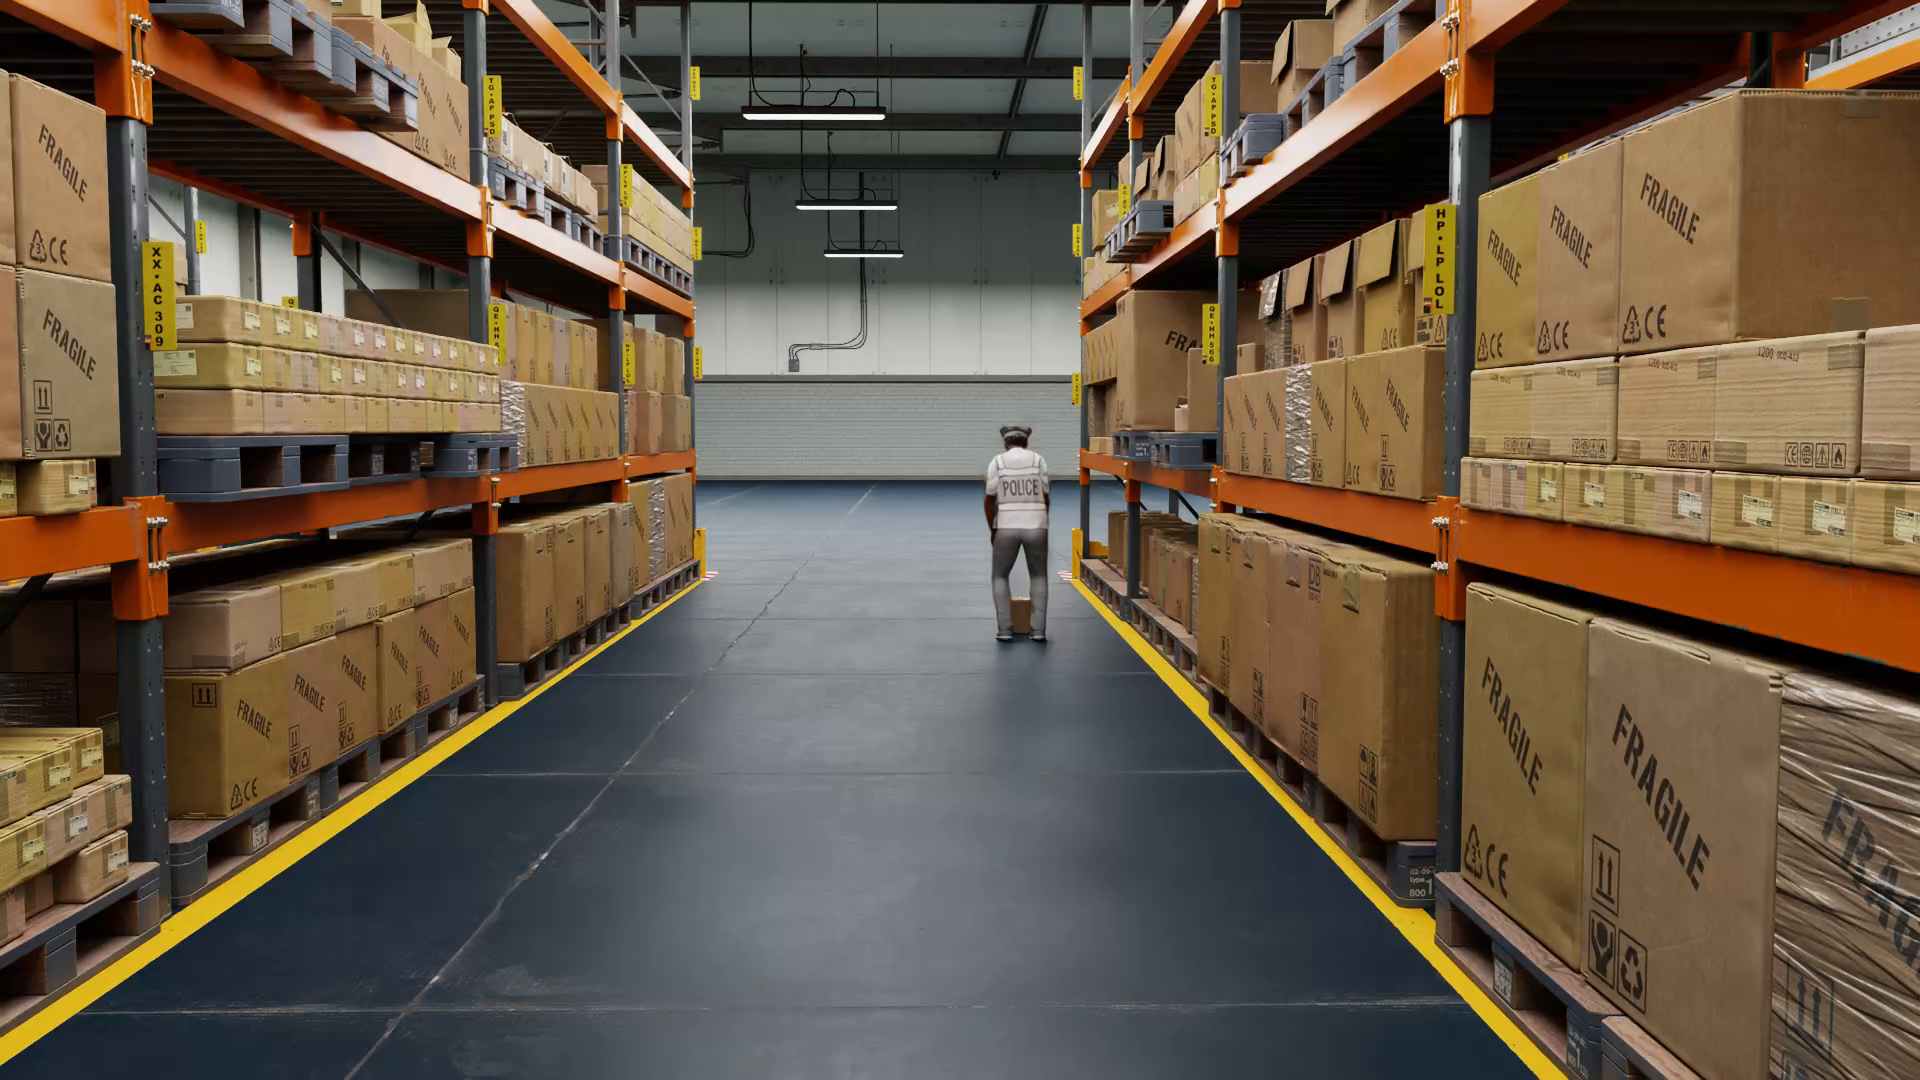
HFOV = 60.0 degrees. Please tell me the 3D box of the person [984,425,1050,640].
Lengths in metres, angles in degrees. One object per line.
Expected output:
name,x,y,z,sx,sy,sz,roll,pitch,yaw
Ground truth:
person,0.412,-0.052,12.117,0.476,1.564,0.447,0,4,0
